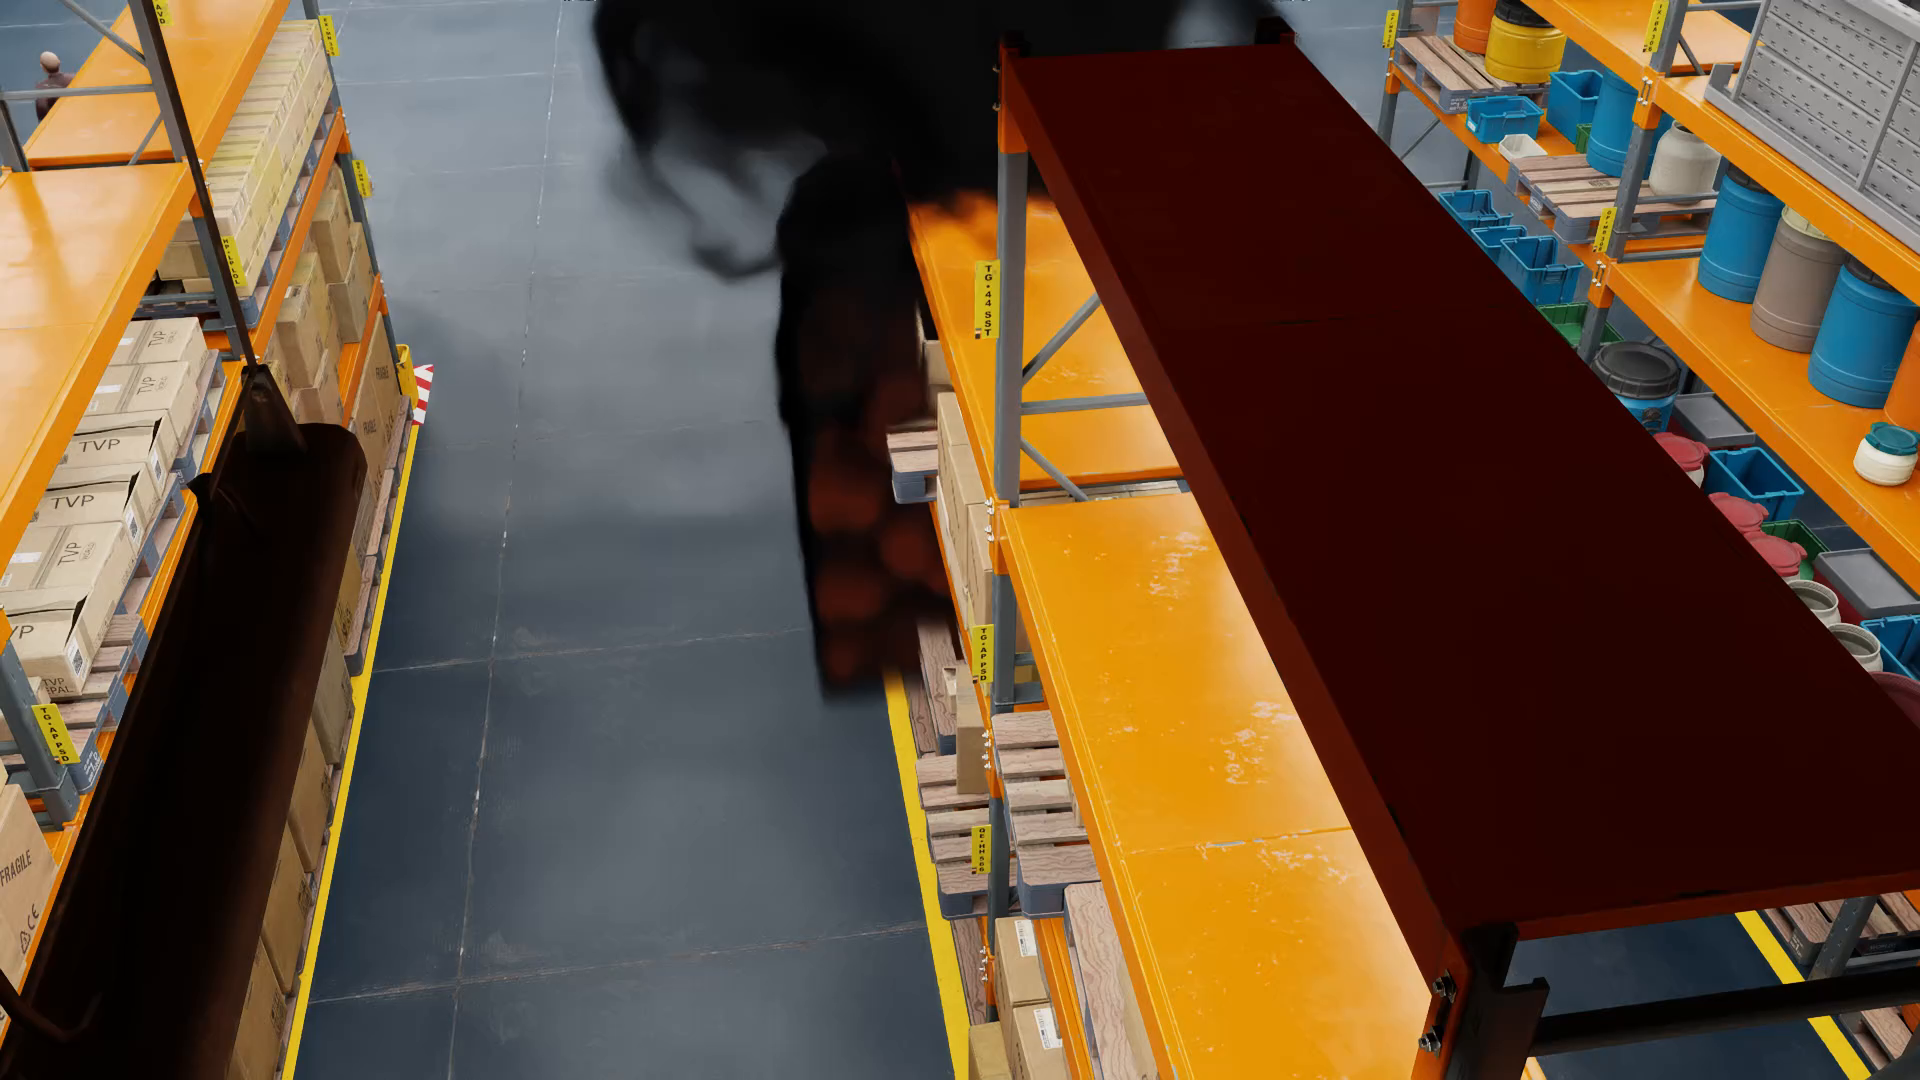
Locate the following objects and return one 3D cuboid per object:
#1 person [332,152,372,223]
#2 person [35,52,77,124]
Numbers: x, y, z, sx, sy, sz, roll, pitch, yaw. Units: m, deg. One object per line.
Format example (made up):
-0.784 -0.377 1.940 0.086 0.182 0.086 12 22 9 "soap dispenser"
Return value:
-6.073 -3.199 16.456 0.516 1.631 0.620 26 44 31 "person"
-9.476 -4.306 17.850 0.971 1.853 0.738 26 44 31 "person"
